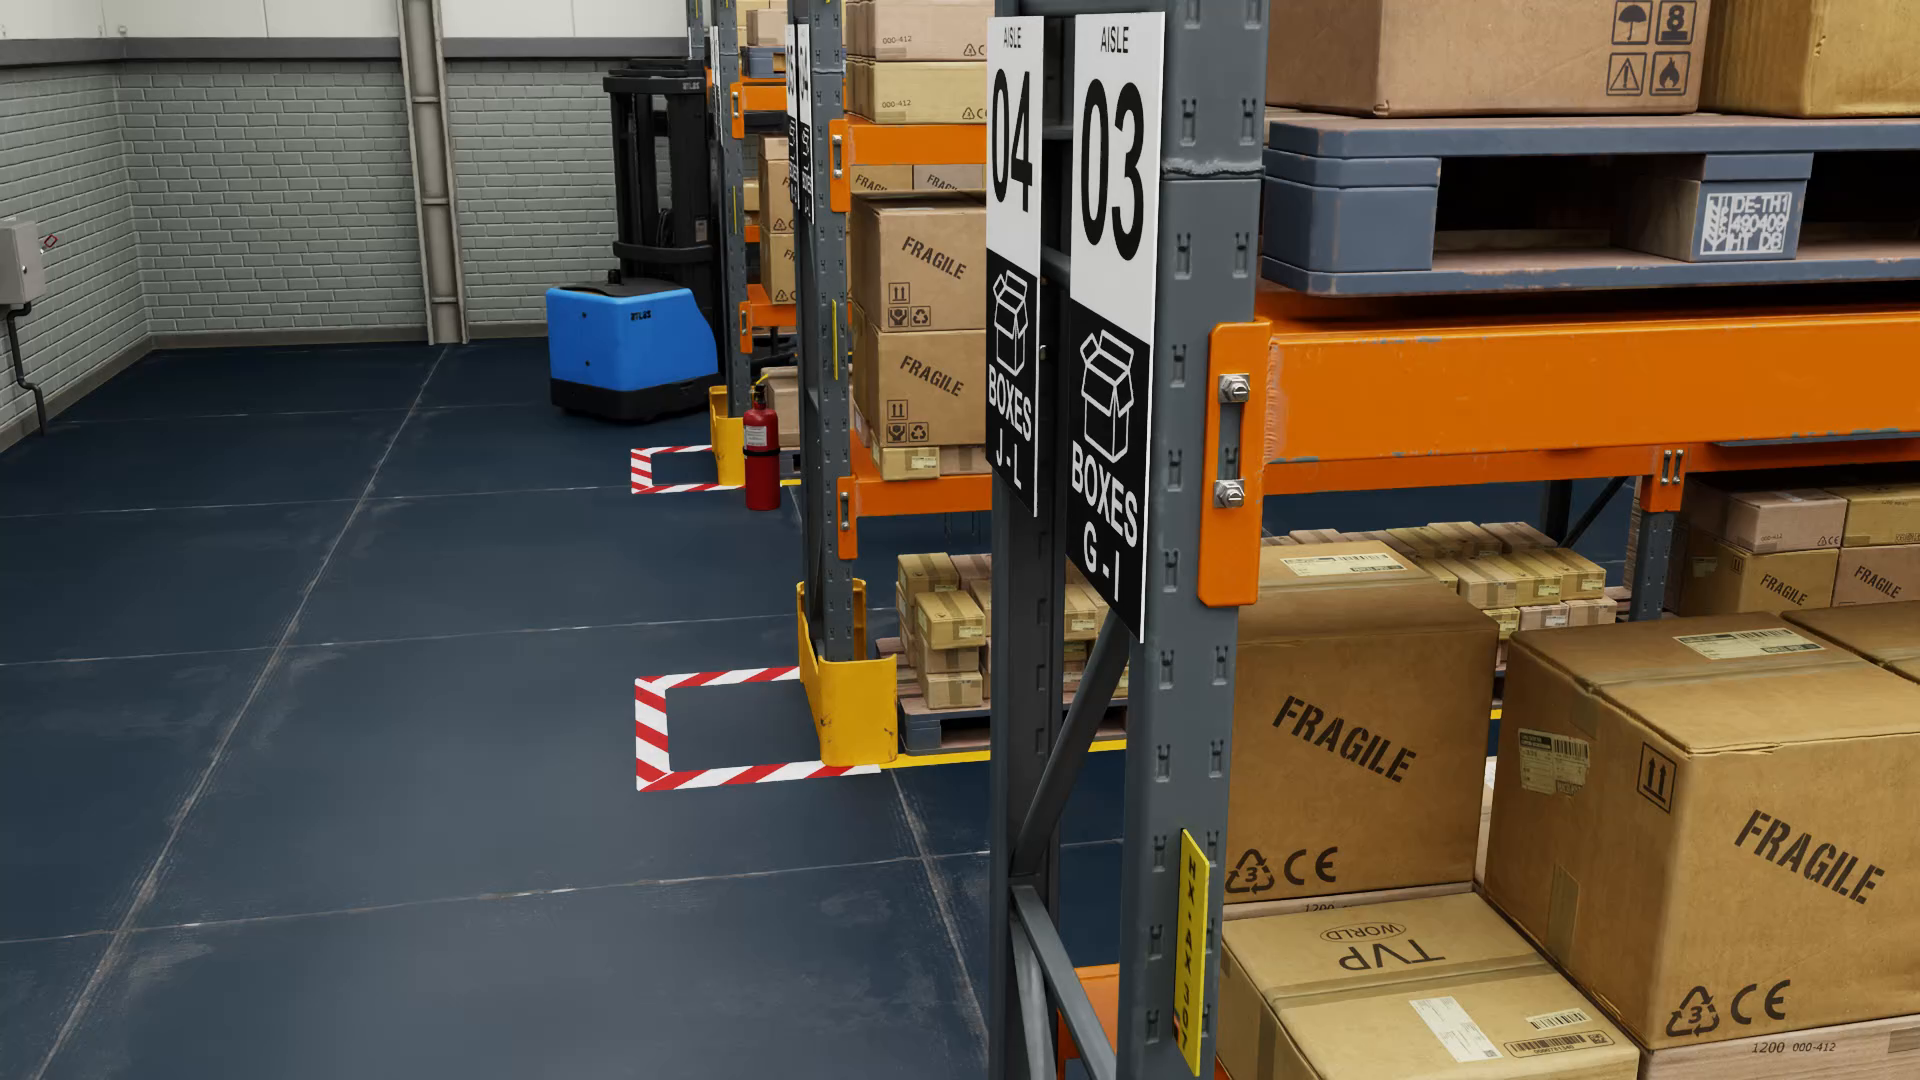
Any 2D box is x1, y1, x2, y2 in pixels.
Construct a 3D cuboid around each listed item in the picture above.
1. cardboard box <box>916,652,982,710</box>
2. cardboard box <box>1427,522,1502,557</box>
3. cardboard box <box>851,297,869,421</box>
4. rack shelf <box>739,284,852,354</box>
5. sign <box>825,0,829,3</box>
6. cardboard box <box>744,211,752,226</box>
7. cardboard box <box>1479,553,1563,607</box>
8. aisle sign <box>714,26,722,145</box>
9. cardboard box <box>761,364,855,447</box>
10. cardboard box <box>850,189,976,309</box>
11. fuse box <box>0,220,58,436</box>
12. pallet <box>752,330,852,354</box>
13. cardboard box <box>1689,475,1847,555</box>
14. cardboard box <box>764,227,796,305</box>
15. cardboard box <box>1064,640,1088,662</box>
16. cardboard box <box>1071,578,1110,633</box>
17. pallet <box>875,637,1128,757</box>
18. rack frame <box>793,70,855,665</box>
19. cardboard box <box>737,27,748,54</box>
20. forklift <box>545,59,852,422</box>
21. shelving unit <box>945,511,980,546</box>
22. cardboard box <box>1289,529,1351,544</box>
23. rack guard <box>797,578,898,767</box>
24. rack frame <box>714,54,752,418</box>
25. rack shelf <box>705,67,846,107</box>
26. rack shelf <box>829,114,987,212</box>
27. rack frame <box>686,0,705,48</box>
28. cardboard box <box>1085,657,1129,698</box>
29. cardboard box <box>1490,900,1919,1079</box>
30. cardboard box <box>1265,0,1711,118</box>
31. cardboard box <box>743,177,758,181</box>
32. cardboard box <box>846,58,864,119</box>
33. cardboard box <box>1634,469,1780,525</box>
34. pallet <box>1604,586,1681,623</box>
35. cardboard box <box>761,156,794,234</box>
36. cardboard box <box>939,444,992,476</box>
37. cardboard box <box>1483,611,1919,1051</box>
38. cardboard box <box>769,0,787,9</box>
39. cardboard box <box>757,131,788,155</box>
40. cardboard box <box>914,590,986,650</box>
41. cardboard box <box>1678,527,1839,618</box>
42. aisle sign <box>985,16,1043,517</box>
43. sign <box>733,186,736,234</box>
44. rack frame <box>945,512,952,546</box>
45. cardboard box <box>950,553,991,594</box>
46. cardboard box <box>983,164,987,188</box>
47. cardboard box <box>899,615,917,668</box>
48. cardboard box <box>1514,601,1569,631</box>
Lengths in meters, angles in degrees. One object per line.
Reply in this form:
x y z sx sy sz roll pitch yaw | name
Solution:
-0.052 0.643 7.748 0.250 0.149 0.380 -3 17 -9 | cardboard box
2.641 0.031 8.729 0.250 0.149 0.380 -2 17 -8 | cardboard box
-0.235 -0.871 7.861 0.500 0.500 0.500 -3 17 -9 | cardboard box
0.298 -1.771 12.693 4.000 0.370 1.077 -3 17 -10 | rack shelf
-0.524 -2.277 6.519 0.005 0.325 0.100 -3 17 -10 | sign
-2.236 -3.253 16.721 0.250 0.149 0.380 -3 17 -11 | cardboard box
2.757 0.194 8.199 0.250 0.149 0.380 -3 17 -10 | cardboard box
-1.681 -3.158 11.557 0.004 0.787 0.394 -3 17 -10 | aisle sign
-1.037 -1.045 12.752 0.875 0.438 0.875 -4 17 -12 | cardboard box
-0.225 -1.347 7.708 0.500 0.500 0.500 -4 17 -12 | cardboard box
-7.453 -1.680 13.367 0.414 1.711 0.539 -3 17 -10 | fuse box
-1.754 -2.149 17.451 1.213 0.211 1.003 -3 17 -10 | pallet
4.076 -0.134 8.403 0.500 0.250 0.500 -4 18 -13 | cardboard box
-1.140 -1.995 12.027 0.500 0.500 0.500 -3 17 -11 | cardboard box
0.439 0.445 7.888 0.250 0.149 0.380 -3 17 -10 | cardboard box
0.699 0.300 7.853 0.250 0.149 0.380 -4 18 -13 | cardboard box
0.252 0.712 8.134 1.213 0.211 1.003 -3 17 -10 | pallet
-0.627 -0.582 7.597 0.127 3.000 1.000 -3 17 -10 | rack frame
-2.123 -4.884 16.244 0.500 0.250 0.500 -3 17 -11 | cardboard box
-2.224 -2.760 14.805 1.130 2.935 3.031 13 21 37 | forklift
0.014 -0.574 10.638 0.189 1.200 0.258 -3 17 -10 | shelving unit
1.885 0.071 8.599 0.250 0.149 0.380 -3 17 -9 | cardboard box
-0.553 0.609 7.977 0.348 0.500 1.175 -3 17 -10 | rack guard
-1.666 -2.003 12.224 0.127 3.000 1.000 -3 17 -10 | rack frame
-0.647 -4.635 16.910 4.000 0.370 1.077 -3 17 -10 | rack shelf
1.336 -1.783 7.625 4.000 0.370 1.077 -3 17 -10 | rack shelf
-2.611 -6.301 16.002 0.127 3.000 1.000 -3 17 -10 | rack frame
0.704 0.607 7.867 0.250 0.149 0.380 -3 17 -10 | cardboard box
1.246 0.804 2.836 0.500 0.250 0.500 -3 17 -11 | cardboard box
0.715 -0.921 2.536 0.500 0.500 0.700 -4 18 -14 | cardboard box
-2.210 -3.606 17.193 0.500 0.250 0.500 -3 17 -9 | cardboard box
-0.231 -2.045 7.509 0.500 0.250 0.500 -4 17 -12 | cardboard box
3.983 -0.283 8.890 0.500 0.250 0.500 -4 17 -12 | cardboard box
4.064 0.485 8.874 1.213 0.211 1.003 -3 17 -10 | pallet
-1.140 -2.473 11.883 0.500 0.500 0.500 -4 17 -12 | cardboard box
-0.005 -0.411 7.470 0.250 0.149 0.380 -3 17 -8 | cardboard box
1.228 0.448 2.716 0.500 0.500 0.500 -4 17 -12 | cardboard box
-1.625 -5.152 16.266 0.500 0.250 0.500 -3 17 -11 | cardboard box
-1.351 -2.917 12.221 0.250 0.149 0.380 -3 17 -10 | cardboard box
-0.049 0.365 7.642 0.250 0.149 0.380 -4 18 -13 | cardboard box
4.076 0.225 8.513 0.500 0.500 0.500 -3 17 -8 | cardboard box
0.087 -0.471 2.810 0.004 0.787 0.394 -3 17 -10 | aisle sign
-1.566 -2.294 11.564 0.005 0.325 0.100 -3 17 -10 | sign
-0.076 -0.569 10.622 0.006 1.200 0.240 -3 17 -10 | rack frame
0.102 0.196 8.192 0.250 0.149 0.380 -3 17 -9 | cardboard box
0.359 -2.563 12.175 0.500 0.500 0.500 -3 17 -10 | cardboard box
-0.150 0.491 8.245 0.250 0.149 0.380 -3 17 -10 | cardboard box
2.788 0.343 8.219 0.250 0.149 0.380 -4 18 -13 | cardboard box
